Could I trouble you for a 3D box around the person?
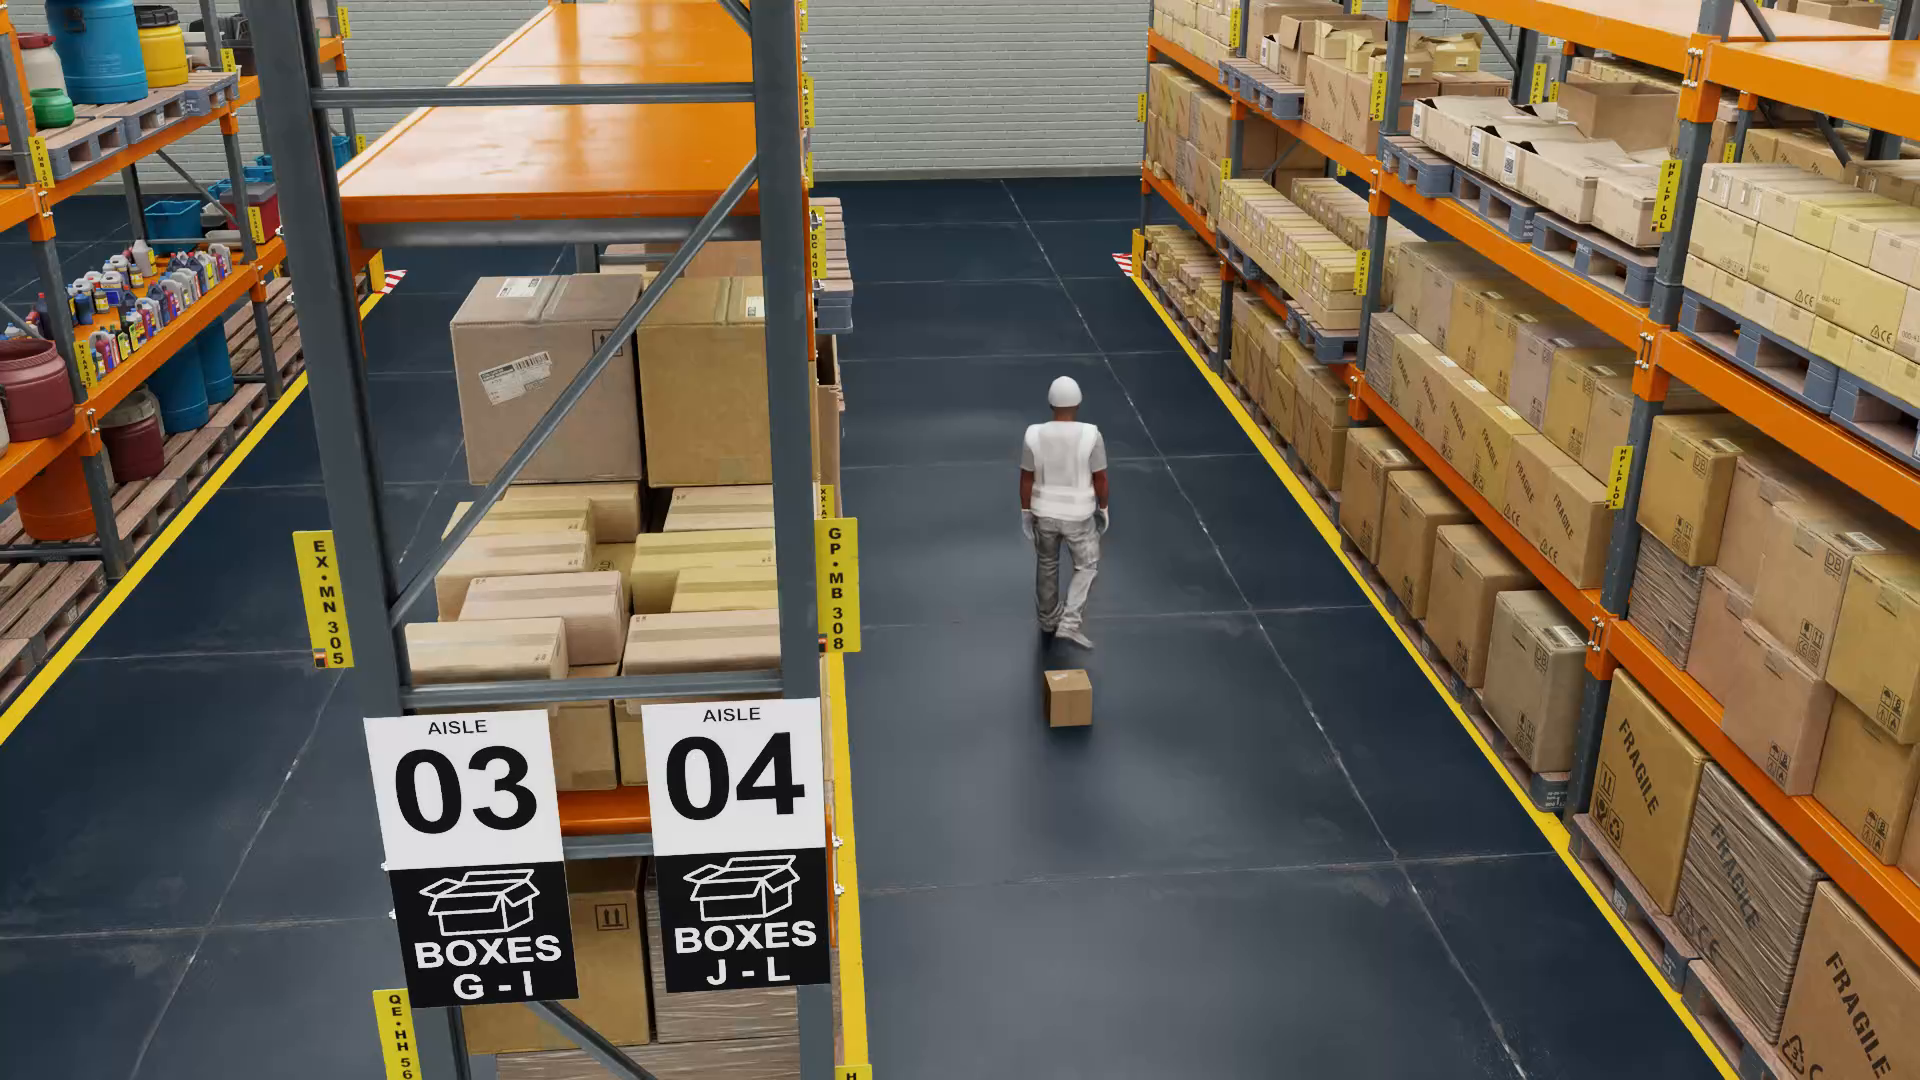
[{"bbox_3d":[0.649,-0.157,10.624,0.575,1.780,0.785,6,24,14],"label":"person"}]
